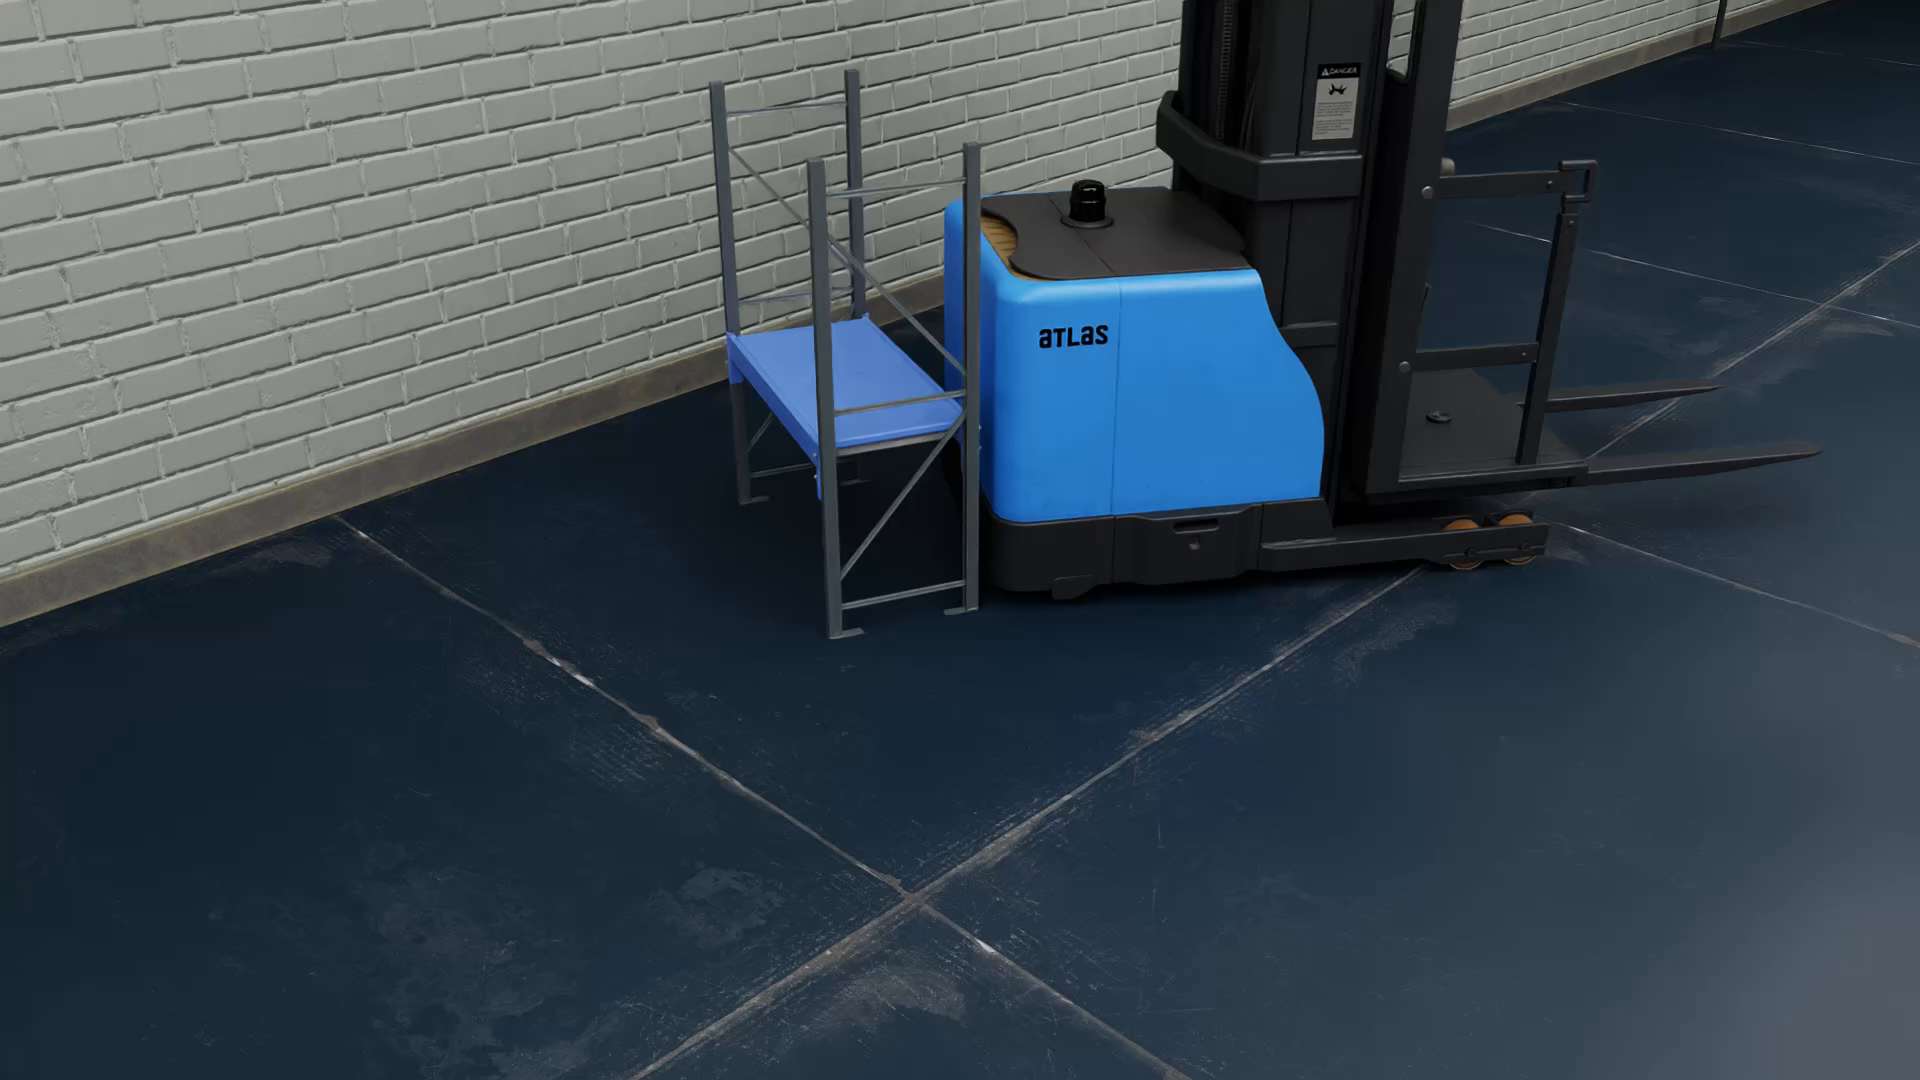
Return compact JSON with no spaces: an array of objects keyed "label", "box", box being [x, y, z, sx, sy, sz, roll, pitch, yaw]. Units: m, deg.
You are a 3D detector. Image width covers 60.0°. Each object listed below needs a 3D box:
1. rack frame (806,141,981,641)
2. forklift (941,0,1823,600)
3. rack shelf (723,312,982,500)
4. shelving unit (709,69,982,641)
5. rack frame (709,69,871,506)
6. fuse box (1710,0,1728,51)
[{"label":"rack frame","box":[-0.178,-0.401,4.901,0.500,1.500,0.032,-11,30,-20]},{"label":"forklift","box":[1.501,-1.433,5.325,3.031,2.935,1.130,-5,28,-10]},{"label":"rack shelf","box":[-0.372,-0.460,5.400,0.538,0.185,1.000,-11,30,-20]},{"label":"shelving unit","box":[-0.372,-0.619,5.316,0.538,1.500,1.048,-11,30,-20]},{"label":"rack frame","box":[-0.566,-0.838,5.732,0.500,1.500,0.032,-11,30,-20]},{"label":"fuse box","box":[5.972,-4.616,12.690,0.414,1.711,0.539,25,36,38]}]
